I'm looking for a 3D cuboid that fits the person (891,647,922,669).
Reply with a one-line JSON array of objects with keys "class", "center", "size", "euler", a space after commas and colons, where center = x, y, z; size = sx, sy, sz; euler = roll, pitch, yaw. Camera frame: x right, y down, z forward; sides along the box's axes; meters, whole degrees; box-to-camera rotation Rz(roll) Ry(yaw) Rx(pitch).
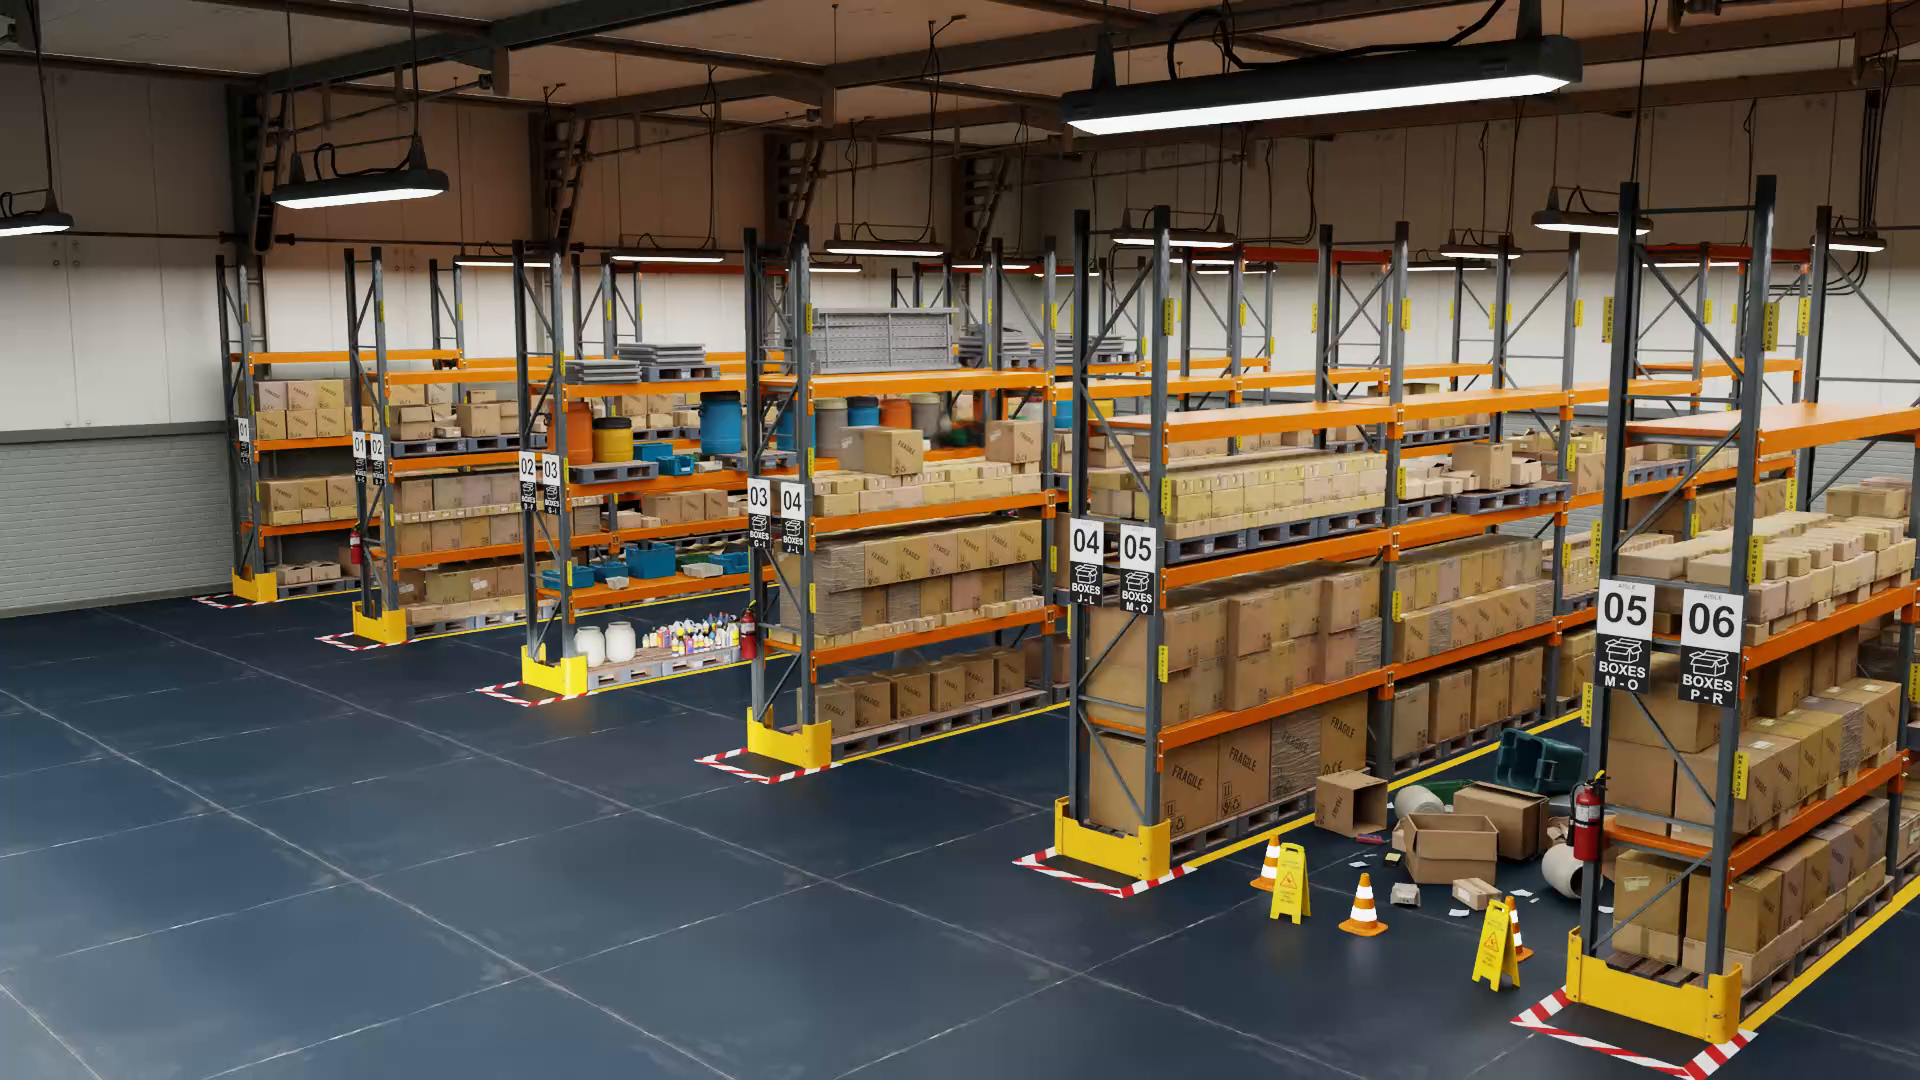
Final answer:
[{"class": "person", "center": [-0.785, 1.073, 22.902], "size": [0.604, 1.694, 0.900], "euler": [6, 10, 36]}]
